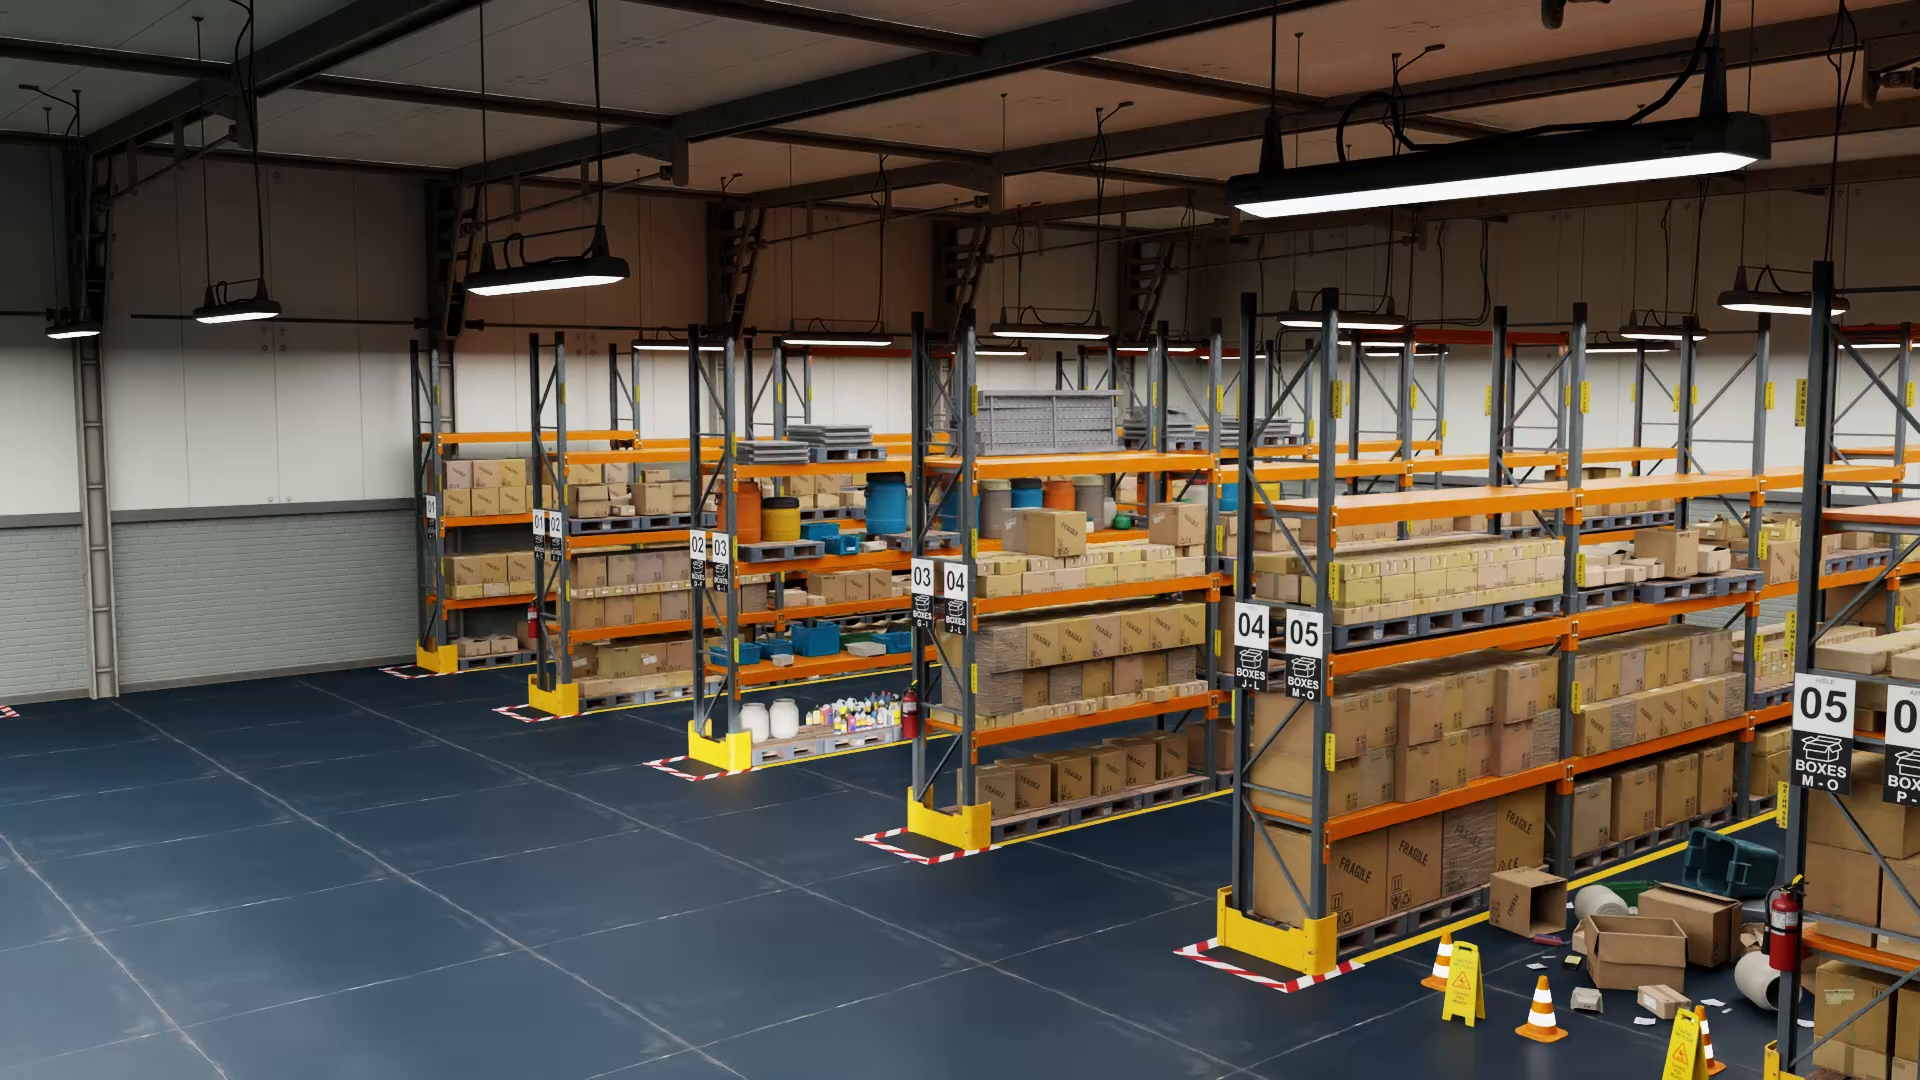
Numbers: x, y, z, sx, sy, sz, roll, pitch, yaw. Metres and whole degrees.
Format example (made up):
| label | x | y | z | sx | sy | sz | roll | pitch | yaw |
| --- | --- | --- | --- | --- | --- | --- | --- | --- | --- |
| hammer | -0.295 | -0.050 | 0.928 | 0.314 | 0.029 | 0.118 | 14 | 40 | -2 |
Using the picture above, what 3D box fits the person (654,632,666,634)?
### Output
| label | x | y | z | sx | sy | sz | roll | pitch | yaw |
| --- | --- | --- | --- | --- | --- | --- | --- | --- | --- |
| person | -5.832 | 1.389 | 31.713 | 0.438 | 1.655 | 0.546 | -2 | 6 | -17 |
